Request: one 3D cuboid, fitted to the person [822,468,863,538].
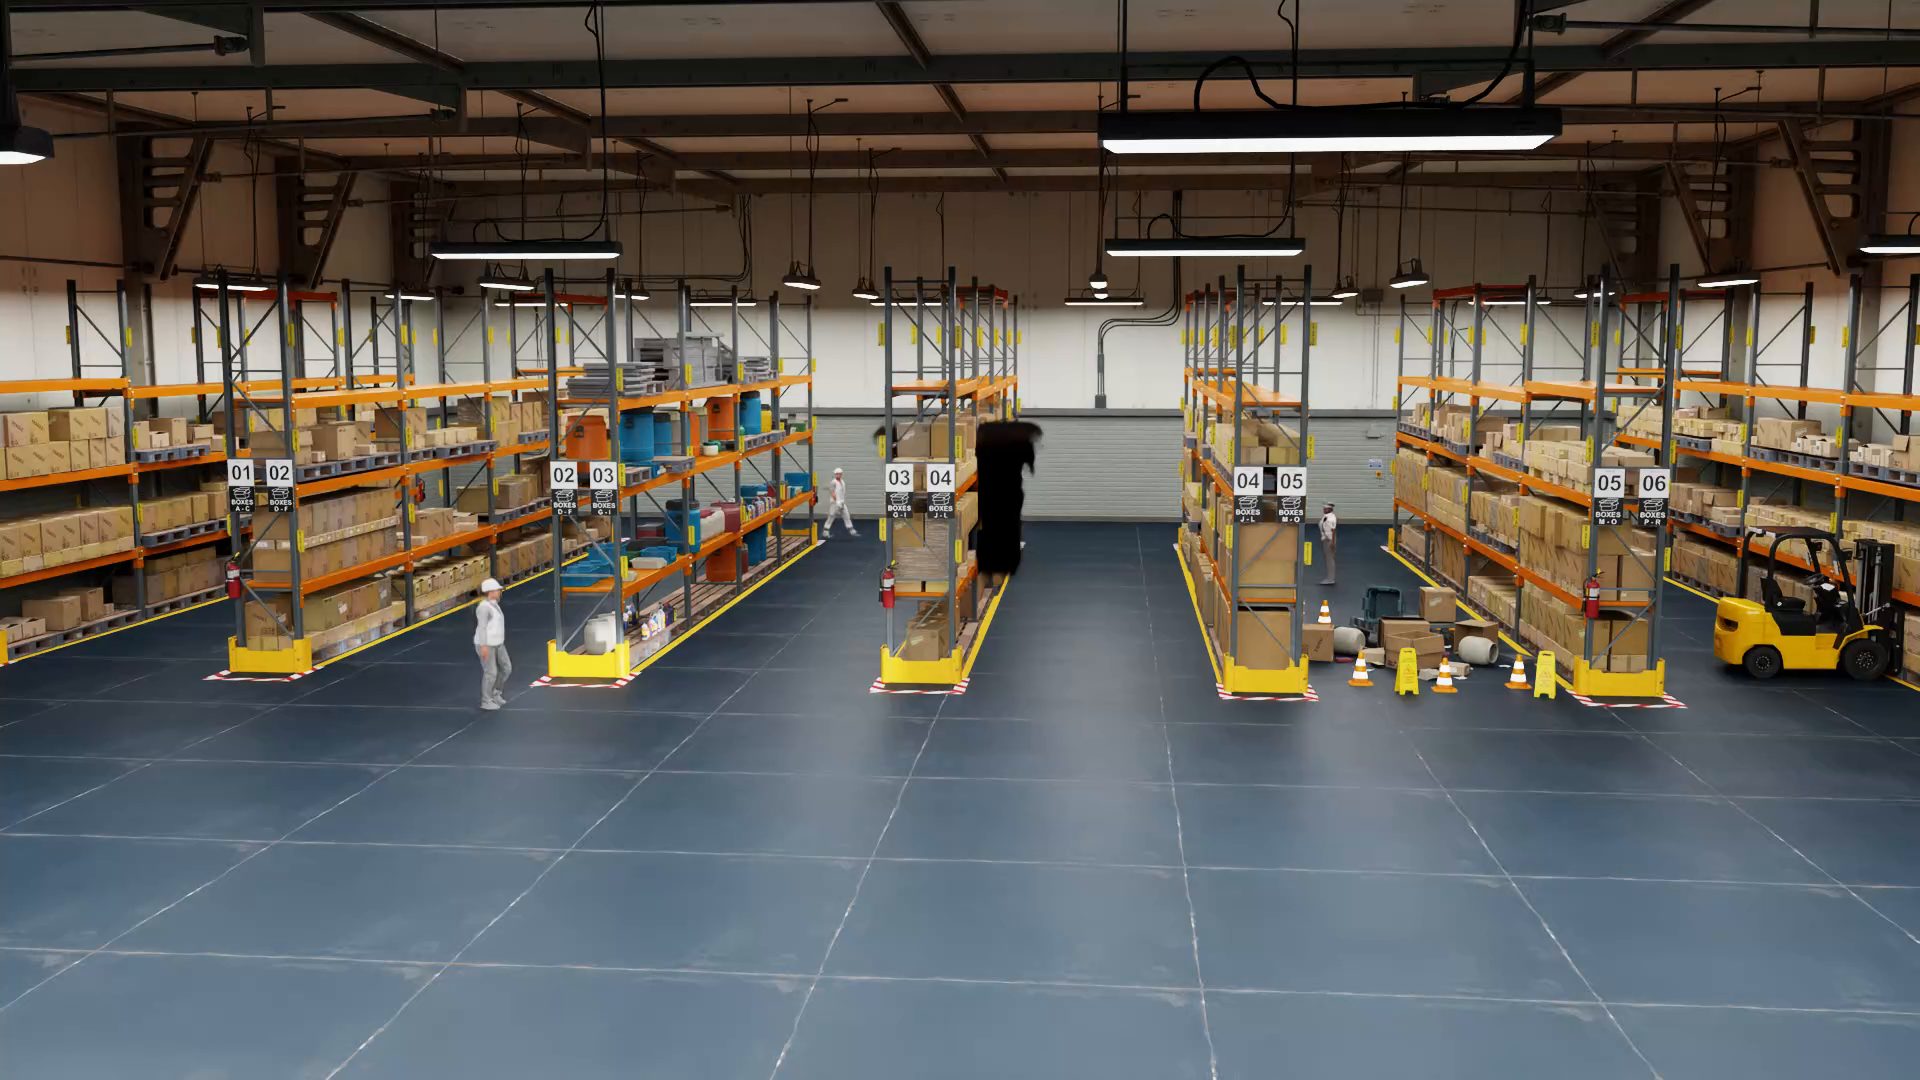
[{"bbox_3d":[-2.942,-0.918,41.285,0.976,1.738,0.645,2,7,17],"label":"person"}]

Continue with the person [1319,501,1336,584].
[{"bbox_3d":[7.504,0.047,33.956,0.372,1.683,0.484,1,7,10],"label":"person"}]

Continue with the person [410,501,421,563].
[{"bbox_3d":[-11.097,0.047,34.012,0.432,1.651,0.514,0,7,-1],"label":"person"}]

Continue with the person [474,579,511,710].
[{"bbox_3d":[-6.366,1.409,22.505,0.390,1.775,0.632,1,7,10],"label":"person"}]
